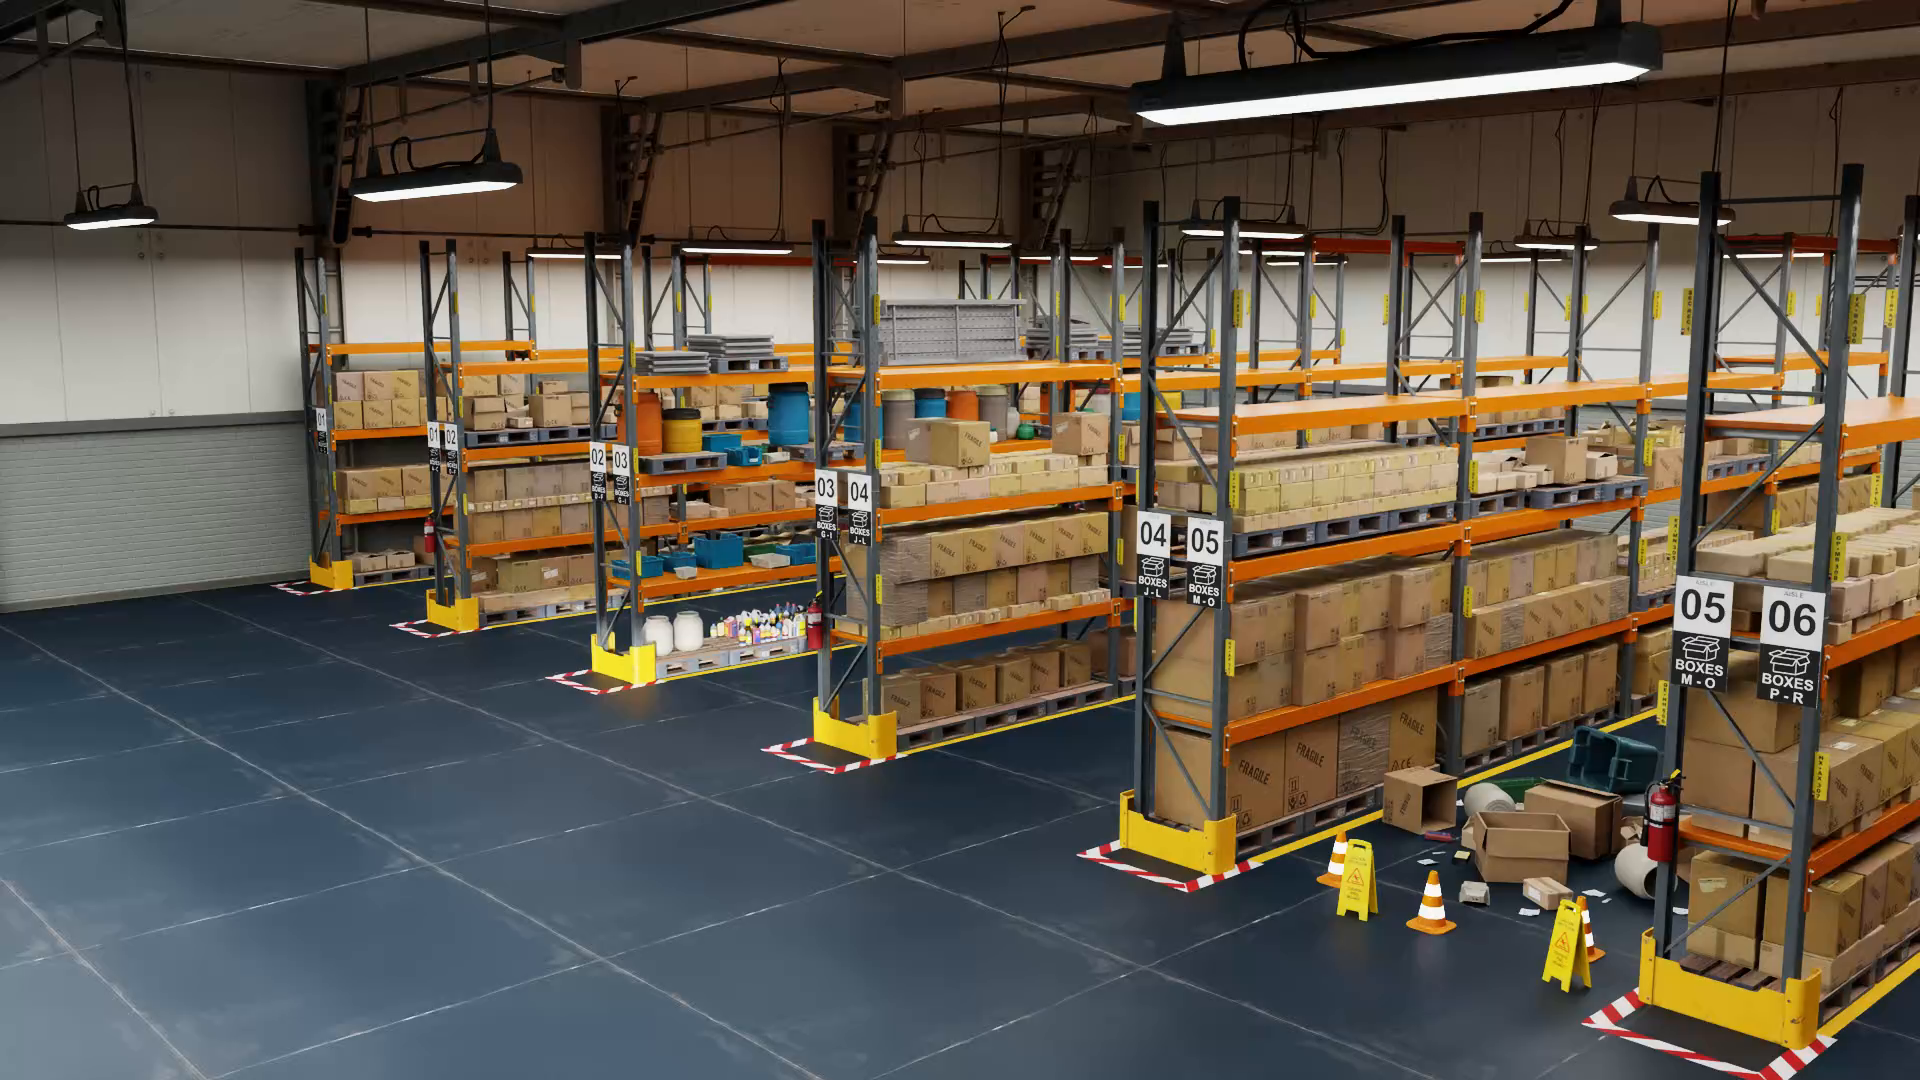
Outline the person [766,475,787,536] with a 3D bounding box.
[{"bbox_3d":[-3.725,-0.553,33.832,0.553,1.558,0.721,5,10,31],"label":"person"}]
